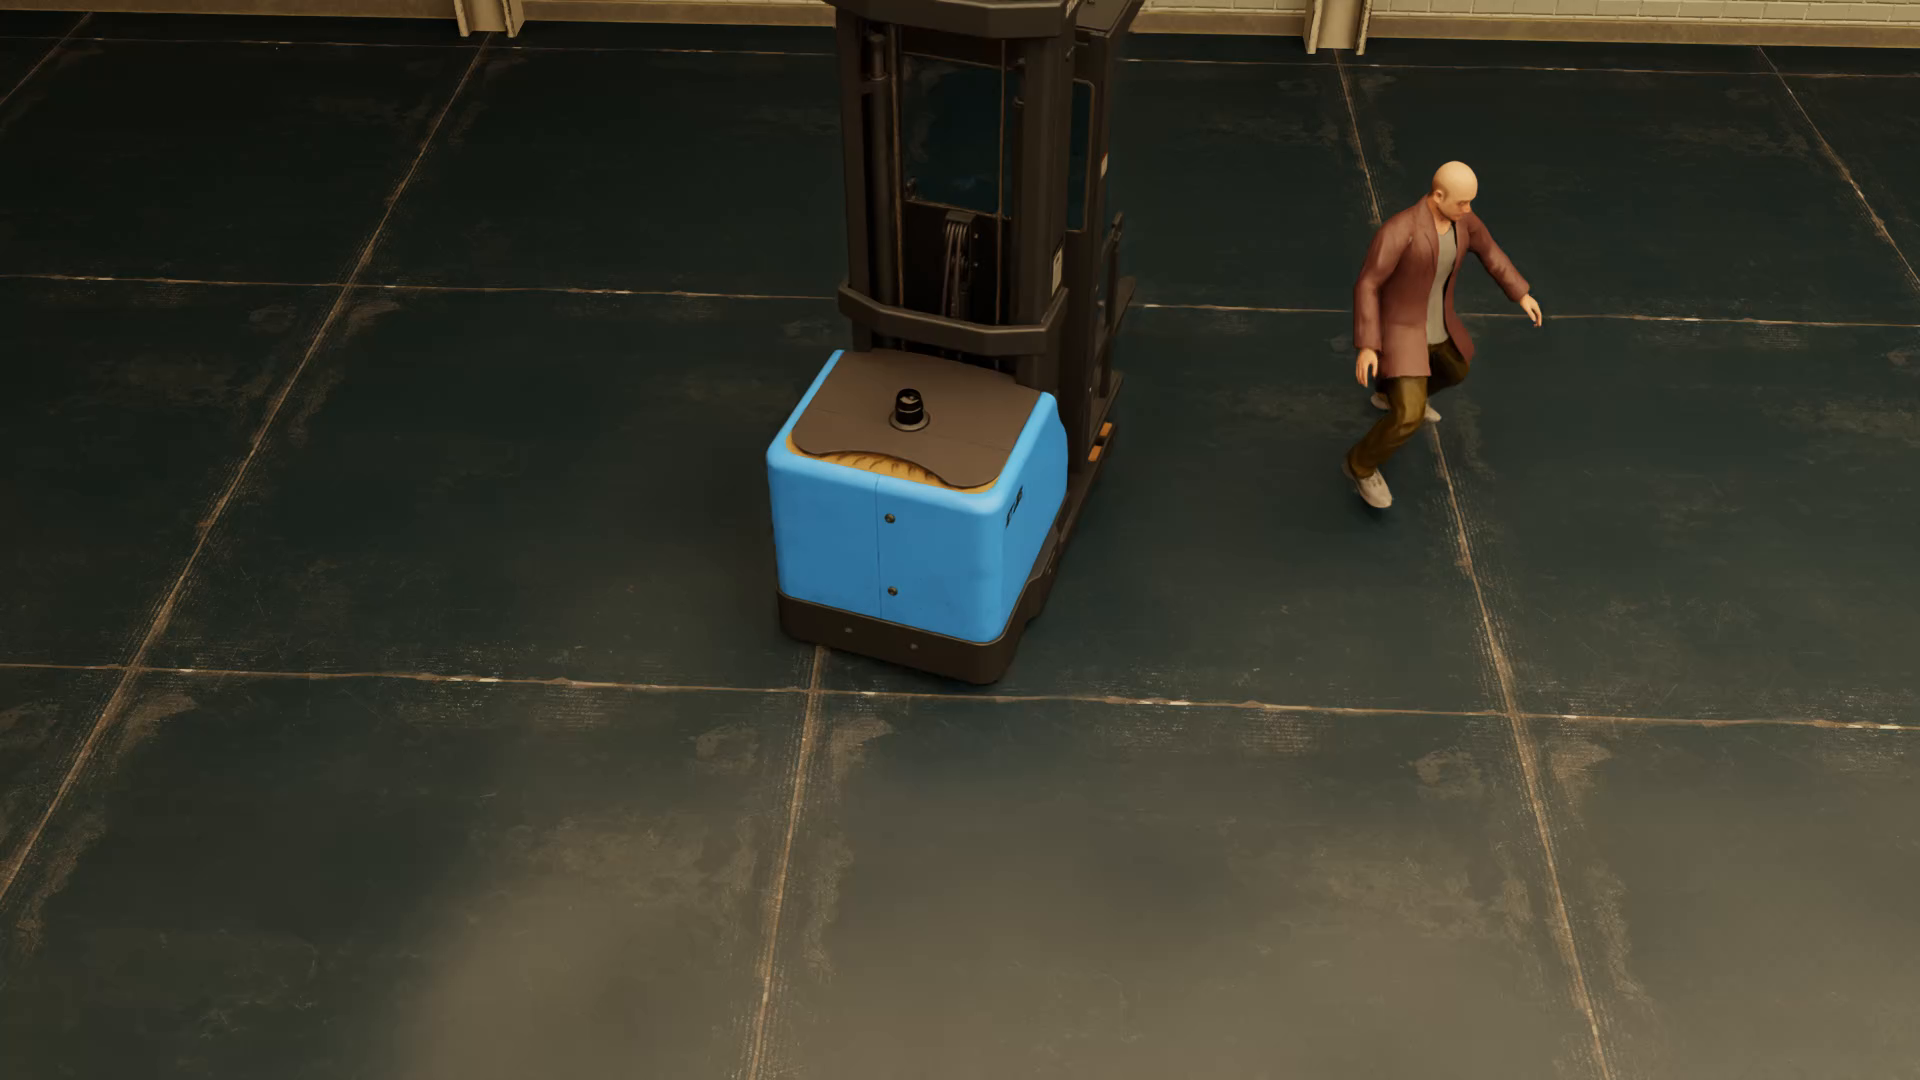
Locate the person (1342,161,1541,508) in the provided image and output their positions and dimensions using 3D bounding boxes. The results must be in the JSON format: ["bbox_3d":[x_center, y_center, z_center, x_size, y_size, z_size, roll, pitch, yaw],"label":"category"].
[{"bbox_3d":[2.207,-1.038,7.878,1.003,1.650,0.751,-23,47,-23],"label":"person"}]

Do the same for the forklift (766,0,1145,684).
[{"bbox_3d":[0.156,-1.472,7.355,1.130,2.935,3.031,13,44,14],"label":"forklift"}]
